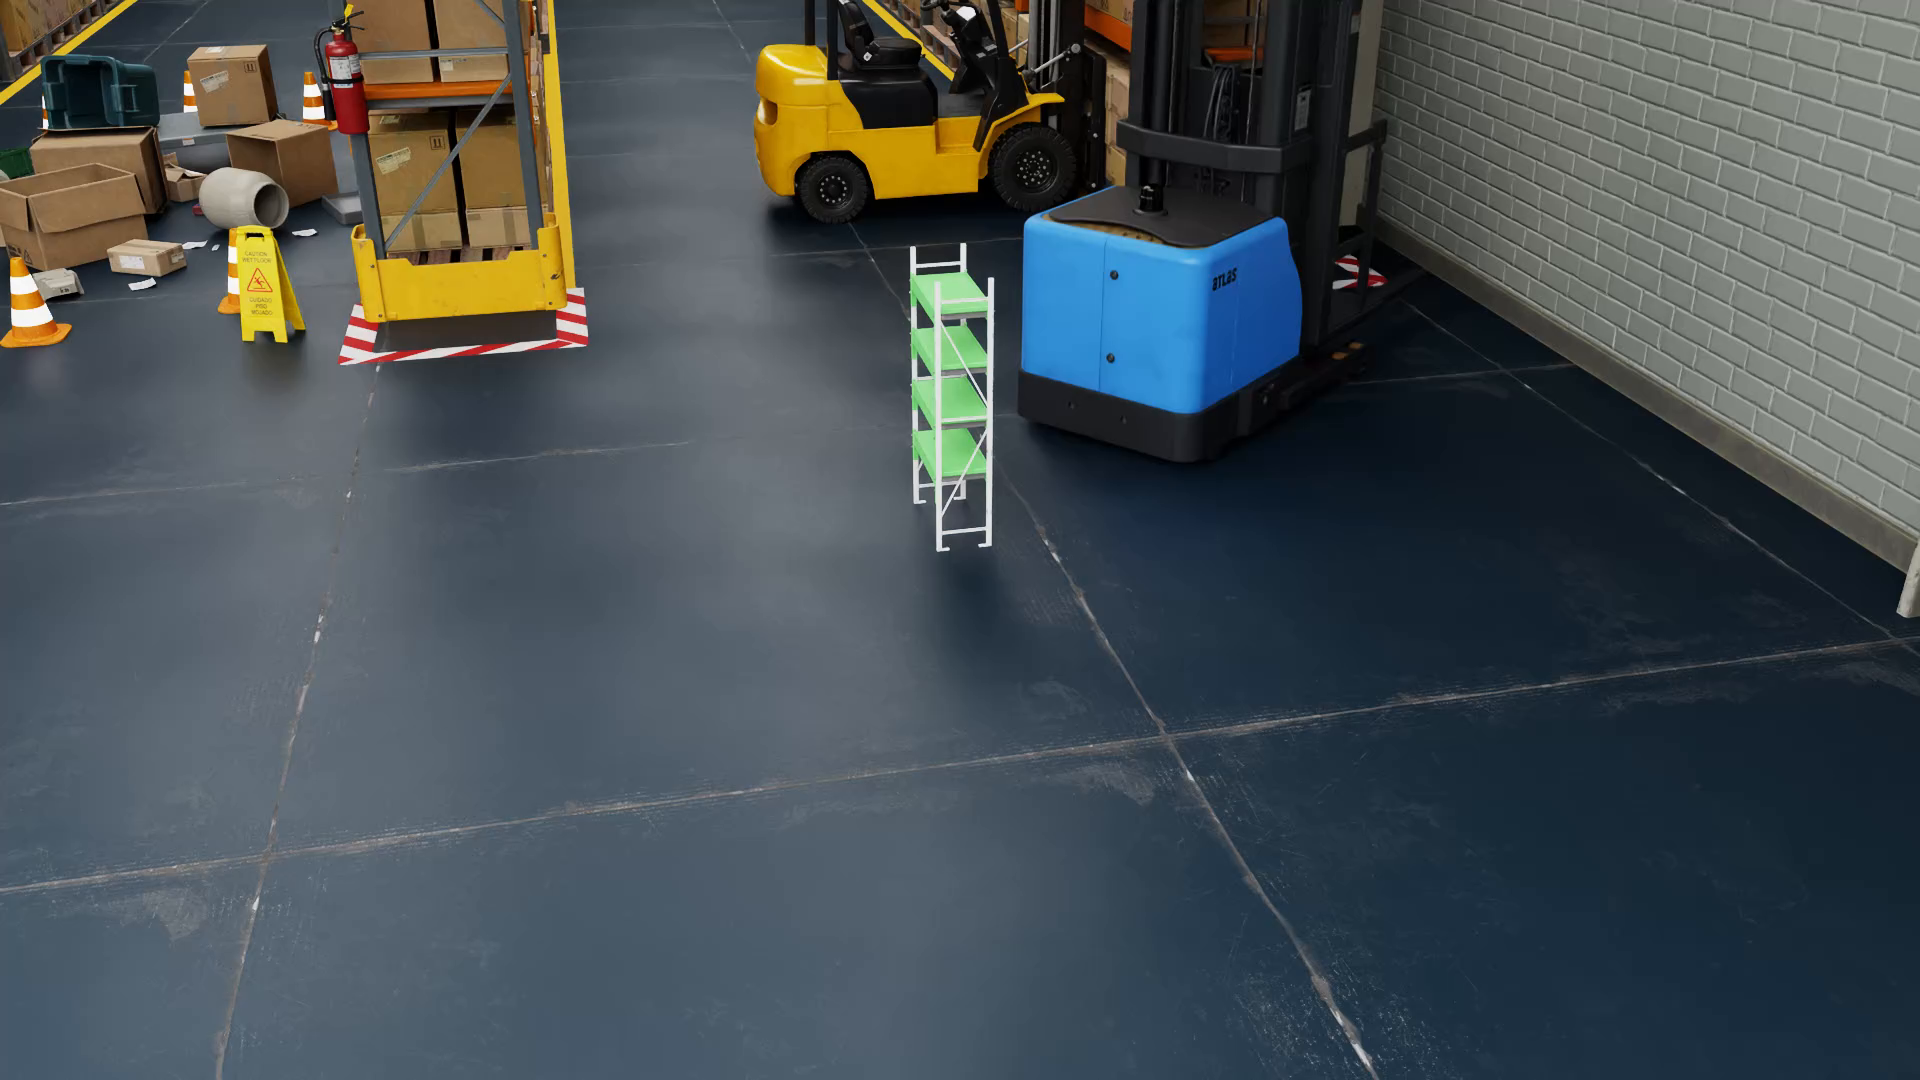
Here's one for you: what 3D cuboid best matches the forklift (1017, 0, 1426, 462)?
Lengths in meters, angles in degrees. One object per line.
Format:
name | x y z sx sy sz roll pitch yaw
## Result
forklift | 1.590 -2.271 8.497 1.130 2.935 3.031 19 33 33

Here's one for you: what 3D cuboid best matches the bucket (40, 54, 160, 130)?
bucket | -6.378 -3.314 12.434 0.726 0.611 0.620 3 17 6

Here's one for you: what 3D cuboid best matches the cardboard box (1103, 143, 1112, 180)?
cardboard box | 1.261 -2.794 12.041 0.500 0.250 0.500 -6 27 -11

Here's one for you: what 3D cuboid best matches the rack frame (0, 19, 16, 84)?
rack frame | -9.557 -5.679 15.172 1.000 3.000 0.127 -6 27 -12

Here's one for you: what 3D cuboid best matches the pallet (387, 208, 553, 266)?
pallet | -3.120 -1.863 10.706 1.003 0.211 1.213 -6 27 -12

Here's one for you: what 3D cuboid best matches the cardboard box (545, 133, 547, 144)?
cardboard box | -3.220 -2.741 11.937 0.500 0.250 0.500 -6 27 -11

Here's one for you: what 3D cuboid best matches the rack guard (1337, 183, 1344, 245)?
rack guard | 1.887 -2.093 10.842 1.175 0.500 0.348 -6 27 -12

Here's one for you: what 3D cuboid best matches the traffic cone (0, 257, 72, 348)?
traffic cone | -5.312 -1.377 9.465 0.336 0.463 0.334 -6 27 -12

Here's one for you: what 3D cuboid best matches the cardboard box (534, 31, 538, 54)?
cardboard box | -4.300 -4.335 14.959 0.950 0.372 0.625 -5 27 -10

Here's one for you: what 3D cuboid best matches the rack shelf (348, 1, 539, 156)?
rack shelf | -3.405 -3.271 11.199 1.077 0.370 4.000 -6 27 -12

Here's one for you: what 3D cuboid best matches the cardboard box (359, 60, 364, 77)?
cardboard box | -3.412 -2.844 9.835 0.380 0.149 0.250 -6 27 -12

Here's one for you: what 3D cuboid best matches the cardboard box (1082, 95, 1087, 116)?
cardboard box | 1.118 -3.250 12.392 0.500 0.250 0.500 -6 27 -12

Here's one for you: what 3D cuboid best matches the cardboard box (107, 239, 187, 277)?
cardboard box | -5.217 -1.811 10.673 0.380 0.149 0.250 8 28 15

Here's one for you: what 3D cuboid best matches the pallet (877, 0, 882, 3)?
pallet | -0.603 -6.889 20.665 1.003 0.211 1.213 -6 27 -12

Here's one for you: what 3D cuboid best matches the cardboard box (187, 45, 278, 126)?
cardboard box | -5.583 -3.498 12.785 0.500 0.500 0.500 -6 27 -12

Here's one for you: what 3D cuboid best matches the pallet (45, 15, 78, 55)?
pallet | -10.003 -5.312 17.539 1.003 0.211 1.213 -6 27 -12

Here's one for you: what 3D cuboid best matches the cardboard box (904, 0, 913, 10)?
cardboard box | -0.329 -6.188 18.488 0.500 0.500 0.500 -6 27 -12

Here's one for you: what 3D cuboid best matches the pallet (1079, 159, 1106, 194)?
pallet | 1.397 -2.841 12.644 1.003 0.211 1.213 -6 27 -12

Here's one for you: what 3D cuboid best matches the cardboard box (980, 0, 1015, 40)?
cardboard box | 0.684 -4.672 15.347 0.875 0.625 0.625 -6 27 -12

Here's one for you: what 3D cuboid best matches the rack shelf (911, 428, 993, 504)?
rack shelf | -0.037 -0.337 7.261 0.258 0.148 0.480 -6 27 -12

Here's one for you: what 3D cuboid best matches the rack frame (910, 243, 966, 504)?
rack frame | -0.092 -0.715 7.336 0.240 1.200 0.015 -6 27 -12

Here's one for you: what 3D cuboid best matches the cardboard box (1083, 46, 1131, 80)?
cardboard box | 1.123 -3.464 12.259 0.500 0.250 0.500 -7 28 -13

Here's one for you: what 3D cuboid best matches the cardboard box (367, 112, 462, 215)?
cardboard box | -3.389 -2.334 10.298 0.500 0.500 0.500 -6 27 -11

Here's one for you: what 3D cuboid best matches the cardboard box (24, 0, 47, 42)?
cardboard box | -9.584 -5.307 16.744 0.500 0.500 0.500 -6 27 -11

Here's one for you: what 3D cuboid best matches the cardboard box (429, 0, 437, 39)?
cardboard box | -3.453 -3.322 10.061 0.500 0.500 0.500 -6 27 -11

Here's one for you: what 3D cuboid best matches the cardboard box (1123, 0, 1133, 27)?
cardboard box | 1.407 -3.682 11.105 0.500 0.500 0.500 -5 27 -10

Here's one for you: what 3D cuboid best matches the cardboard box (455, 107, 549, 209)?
cardboard box | -2.872 -2.401 10.432 0.500 0.500 0.500 -7 28 -13

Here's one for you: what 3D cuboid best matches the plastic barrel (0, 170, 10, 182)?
plastic barrel | -6.905 -2.430 11.596 0.512 0.421 0.421 13 30 24

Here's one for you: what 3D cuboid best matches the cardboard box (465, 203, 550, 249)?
cardboard box | -2.866 -2.056 10.580 0.500 0.250 0.500 -6 27 -12

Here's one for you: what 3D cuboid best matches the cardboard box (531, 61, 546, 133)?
cardboard box | -3.228 -3.085 11.787 0.500 0.500 0.500 -5 27 -9

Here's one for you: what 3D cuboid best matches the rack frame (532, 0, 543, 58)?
rack frame | -4.757 -6.226 16.256 1.000 3.000 0.127 -6 27 -12

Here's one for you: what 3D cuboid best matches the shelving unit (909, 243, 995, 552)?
shelving unit | -0.037 -0.608 7.124 0.258 1.200 0.503 -6 27 -12

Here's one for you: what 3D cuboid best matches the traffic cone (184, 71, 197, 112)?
traffic cone | -6.538 -3.765 14.196 0.336 0.463 0.334 -6 27 -12

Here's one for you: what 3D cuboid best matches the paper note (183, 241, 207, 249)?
paper note | -5.152 -1.984 11.160 0.148 0.019 0.142 3 27 6

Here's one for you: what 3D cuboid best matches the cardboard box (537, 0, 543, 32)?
cardboard box | -4.832 -5.776 17.258 0.875 0.875 0.875 -6 27 -12

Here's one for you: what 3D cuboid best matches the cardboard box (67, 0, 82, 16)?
cardboard box | -9.931 -5.982 18.080 0.500 0.500 0.500 -7 28 -13

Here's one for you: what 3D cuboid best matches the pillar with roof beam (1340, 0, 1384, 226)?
pillar with roof beam | -1.592 -5.858 8.869 9.100 9.000 0.400 -6 27 -12

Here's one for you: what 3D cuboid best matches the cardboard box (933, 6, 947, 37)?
cardboard box | 0.206 -5.584 17.153 0.875 0.625 0.625 -5 27 -10

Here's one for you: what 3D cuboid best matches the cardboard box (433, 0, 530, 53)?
cardboard box | -2.790 -3.127 9.676 0.500 0.500 0.500 -6 27 -12

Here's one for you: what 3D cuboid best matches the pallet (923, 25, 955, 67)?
pallet | 0.226 -5.121 17.162 1.003 0.211 1.213 -6 27 -12

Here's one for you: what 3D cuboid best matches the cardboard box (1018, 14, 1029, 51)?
cardboard box | 0.783 -4.138 13.595 0.500 0.250 0.500 -6 27 -12

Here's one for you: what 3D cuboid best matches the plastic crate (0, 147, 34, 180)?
plastic crate | -7.340 -2.750 12.426 0.450 0.188 0.662 -2 25 20

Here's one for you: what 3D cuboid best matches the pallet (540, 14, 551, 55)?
pallet | -4.861 -5.335 17.585 1.003 0.211 1.213 -6 27 -12

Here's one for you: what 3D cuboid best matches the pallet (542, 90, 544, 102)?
pallet | -4.032 -3.567 14.082 1.003 0.211 1.213 -6 27 -12

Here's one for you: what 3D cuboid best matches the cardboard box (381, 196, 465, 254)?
cardboard box | -3.404 -2.012 10.493 0.500 0.250 0.500 -6 27 -12

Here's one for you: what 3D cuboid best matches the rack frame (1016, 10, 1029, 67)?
rack frame | 0.980 -4.976 13.779 1.000 3.000 0.127 -6 27 -12
